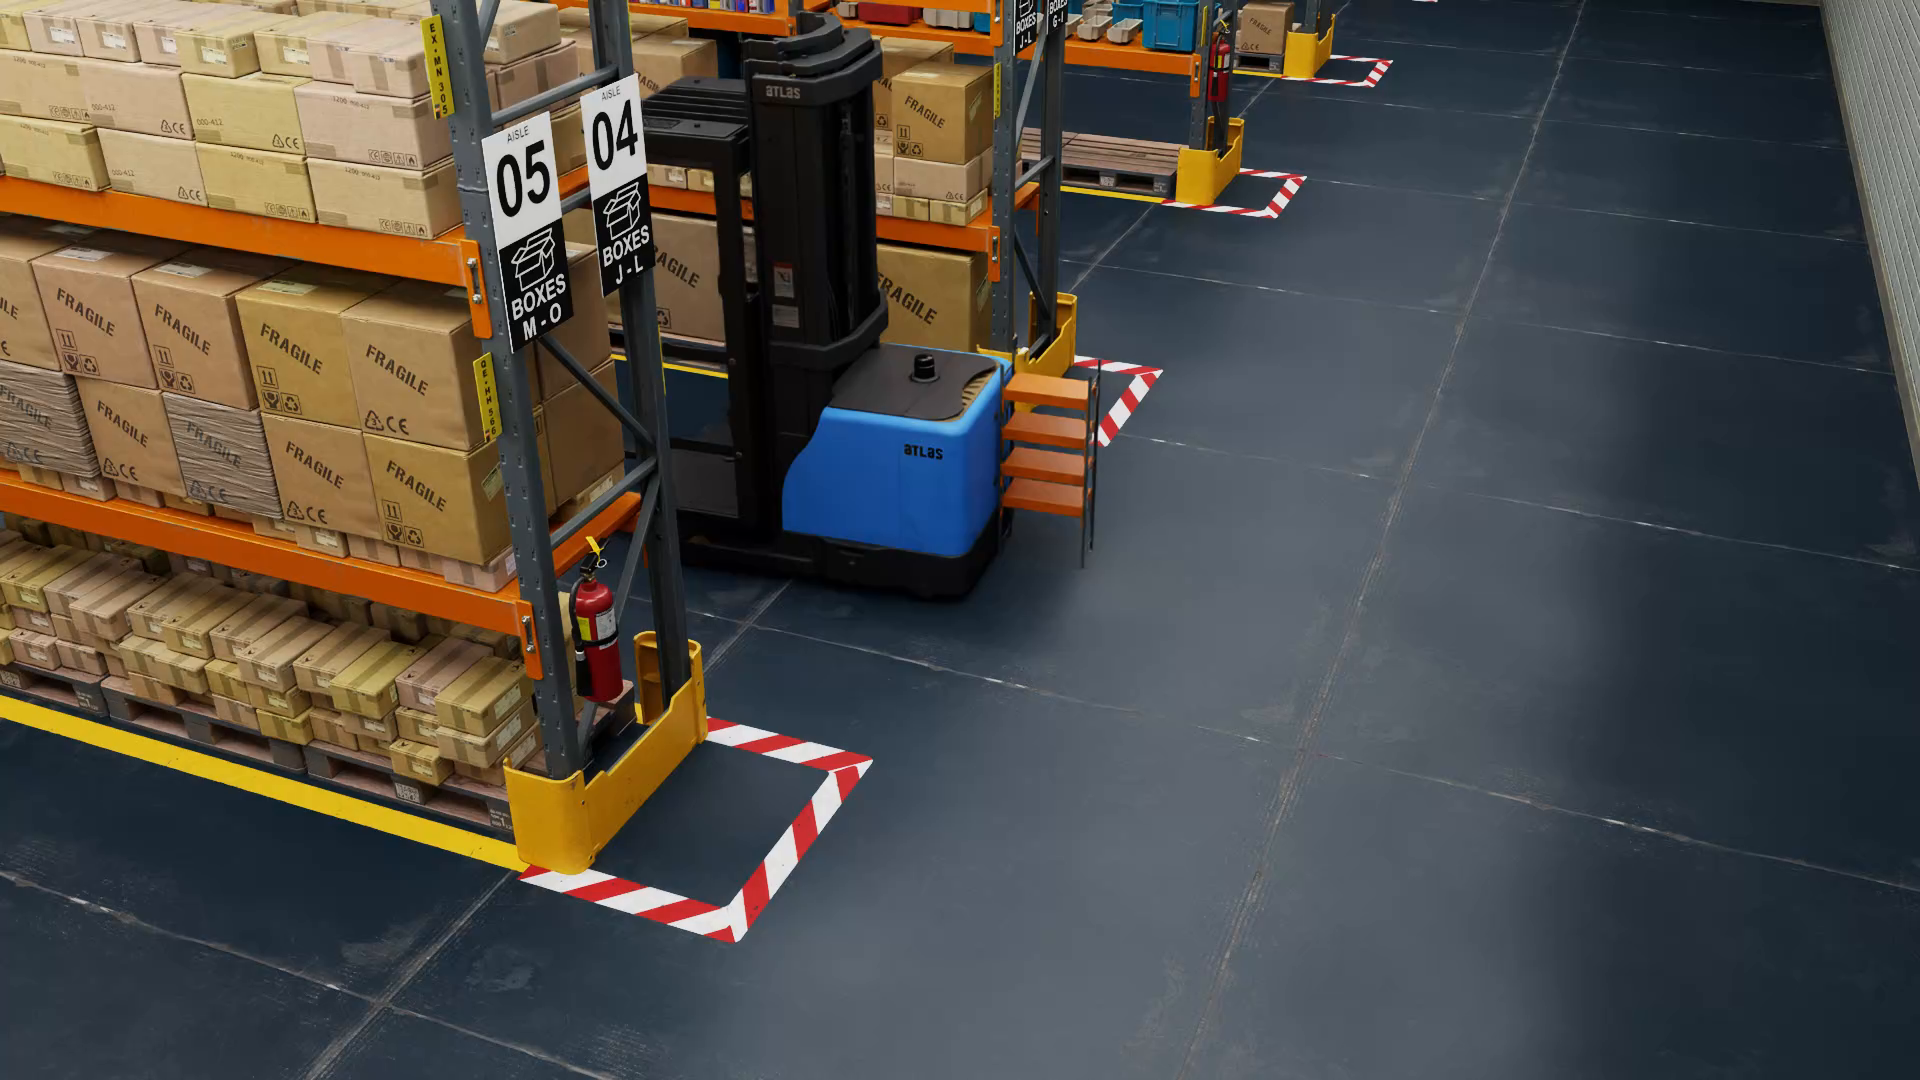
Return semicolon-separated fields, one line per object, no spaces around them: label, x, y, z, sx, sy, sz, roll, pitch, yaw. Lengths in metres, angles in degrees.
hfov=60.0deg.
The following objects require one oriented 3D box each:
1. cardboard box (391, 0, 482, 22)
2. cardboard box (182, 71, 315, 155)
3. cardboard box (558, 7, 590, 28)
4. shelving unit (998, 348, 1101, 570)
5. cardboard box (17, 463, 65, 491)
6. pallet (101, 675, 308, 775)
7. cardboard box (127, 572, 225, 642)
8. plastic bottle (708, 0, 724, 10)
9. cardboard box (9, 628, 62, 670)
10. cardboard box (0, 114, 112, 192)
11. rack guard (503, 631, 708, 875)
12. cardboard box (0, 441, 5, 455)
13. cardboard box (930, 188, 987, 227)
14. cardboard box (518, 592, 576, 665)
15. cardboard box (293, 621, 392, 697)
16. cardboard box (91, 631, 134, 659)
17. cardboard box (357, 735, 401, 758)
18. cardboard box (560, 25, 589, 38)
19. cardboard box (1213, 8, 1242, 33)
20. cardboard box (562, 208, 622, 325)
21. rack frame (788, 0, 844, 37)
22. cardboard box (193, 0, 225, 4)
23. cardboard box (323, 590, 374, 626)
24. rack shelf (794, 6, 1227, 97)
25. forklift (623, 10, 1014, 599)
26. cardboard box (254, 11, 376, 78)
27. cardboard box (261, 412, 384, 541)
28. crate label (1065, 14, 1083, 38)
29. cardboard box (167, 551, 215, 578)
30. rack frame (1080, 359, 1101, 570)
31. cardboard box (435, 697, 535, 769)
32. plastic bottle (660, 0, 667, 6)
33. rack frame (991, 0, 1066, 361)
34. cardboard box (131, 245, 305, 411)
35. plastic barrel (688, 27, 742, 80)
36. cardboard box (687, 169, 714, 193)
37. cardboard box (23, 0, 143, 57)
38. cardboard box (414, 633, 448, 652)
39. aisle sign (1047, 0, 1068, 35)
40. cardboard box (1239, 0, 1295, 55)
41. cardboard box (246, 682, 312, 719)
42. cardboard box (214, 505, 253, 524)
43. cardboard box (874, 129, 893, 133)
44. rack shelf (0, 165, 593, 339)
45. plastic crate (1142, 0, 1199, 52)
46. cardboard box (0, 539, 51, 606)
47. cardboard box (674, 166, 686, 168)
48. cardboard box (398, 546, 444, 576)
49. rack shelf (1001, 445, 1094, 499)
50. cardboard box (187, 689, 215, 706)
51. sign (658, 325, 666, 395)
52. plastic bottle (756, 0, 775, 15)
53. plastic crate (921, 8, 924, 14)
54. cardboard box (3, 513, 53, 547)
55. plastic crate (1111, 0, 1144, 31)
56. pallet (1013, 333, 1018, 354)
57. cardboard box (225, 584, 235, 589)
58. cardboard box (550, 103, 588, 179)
cardboard box;-1.956;-1.982;6.399;0.250;0.149;0.380;13;32;21
cardboard box;-2.509;-1.653;6.221;0.500;0.250;0.500;10;31;18
cardboard box;-2.733;-3.542;12.056;0.500;0.500;0.500;12;32;21
shelving unit;0.495;-0.446;9.319;0.503;1.200;0.258;9;31;15
cardboard box;-4.086;-0.392;7.650;0.250;0.149;0.380;12;32;20
pallet;-3.448;0.676;8.340;1.213;0.211;1.003;11;31;19
cardboard box;-3.752;0.323;7.995;0.250;0.149;0.380;10;31;17
plastic bottle;-2.373;-5.372;16.256;0.185;0.351;0.144;11;31;19
cardboard box;-4.505;0.472;8.336;0.250;0.149;0.380;11;31;19
cardboard box;-3.463;-1.614;6.660;0.500;0.250;0.500;13;32;21
rack guard;-1.582;0.943;7.574;0.348;0.500;1.175;11;31;19
cardboard box;-4.393;-0.749;7.624;0.500;0.500;0.500;11;31;19
cardboard box;-0.007;-2.180;10.815;0.250;0.149;0.380;12;32;20
cardboard box;-1.870;0.416;7.831;0.250;0.149;0.380;10;31;17
cardboard box;-2.813;0.546;7.601;0.250;0.149;0.380;10;31;17
cardboard box;-4.000;0.418;8.130;0.250;0.149;0.380;13;32;21
cardboard box;-2.567;0.835;7.694;0.250;0.149;0.380;11;31;19
cardboard box;-2.912;-3.300;11.627;0.500;0.500;0.500;11;31;19
cardboard box;3.314;-6.207;20.031;0.500;0.250;0.500;11;31;19
cardboard box;-2.678;-2.213;12.350;0.875;0.875;0.875;11;31;19
rack frame;-1.398;-5.372;16.207;0.127;3.000;1.000;11;31;19
cardboard box;-2.892;-2.203;6.789;0.250;0.149;0.380;12;32;21
cardboard box;-2.870;0.251;8.123;0.250;0.149;0.380;13;32;21
rack shelf;0.455;-4.689;15.729;4.000;0.370;1.077;11;31;19
forklift;-1.257;-1.368;9.192;3.031;2.935;1.130;9;31;15
cardboard box;-2.360;-1.828;6.126;0.250;0.149;0.380;10;31;18
cardboard box;-2.500;-0.368;6.948;0.500;0.500;0.500;11;31;18
crate label;0.955;-4.713;15.246;0.243;0.136;0.396;11;31;19
cardboard box;-3.809;0.039;8.499;0.250;0.149;0.380;10;31;17
rack frame;0.728;-0.409;9.255;0.015;1.200;0.240;9;31;15
cardboard box;-2.108;0.830;7.401;0.250;0.149;0.380;10;31;18
plastic bottle;-2.933;-5.406;16.468;0.097;0.201;0.097;0;29;0
rack frame;0.447;-2.374;10.902;0.127;3.000;1.000;11;31;19
cardboard box;-2.984;-0.897;6.868;0.500;0.500;0.500;13;32;22
plastic barrel;-2.552;-4.881;17.043;0.708;0.901;0.600;11;31;19
cardboard box;-1.666;-2.511;11.399;0.250;0.149;0.380;10;31;18
cardboard box;-3.348;-1.985;6.405;0.250;0.149;0.380;10;31;18
cardboard box;-2.393;0.502;7.981;0.250;0.149;0.380;12;32;20
aisle sign;0.626;-3.629;10.481;0.004;0.787;0.394;11;31;19
cardboard box;3.578;-5.982;19.378;0.500;0.500;0.500;11;31;19
cardboard box;-3.075;0.645;7.729;0.250;0.149;0.380;12;32;20
cardboard box;-3.081;-0.232;7.367;0.250;0.149;0.380;10;31;17
cardboard box;-0.381;-2.743;11.405;0.500;0.250;0.500;11;31;19
rack shelf;-3.365;-1.494;7.027;4.000;0.370;1.077;11;31;19
plastic crate;1.928;-4.651;14.833;0.499;0.435;0.616;11;31;19
cardboard box;-4.744;0.164;8.277;0.250;0.149;0.380;13;32;22
cardboard box;-1.982;-2.784;11.478;0.500;0.250;0.500;12;32;20
cardboard box;-2.137;-0.016;6.986;0.250;0.149;0.380;11;31;19
rack shelf;0.495;-0.387;9.352;0.480;0.148;0.258;9;31;15
cardboard box;-3.512;0.636;8.047;0.250;0.149;0.380;12;32;21
sign;-1.308;-0.756;7.159;0.005;0.325;0.100;11;31;19
plastic bottle;-1.884;-5.244;16.105;0.135;0.276;0.152;11;31;19
plastic crate;-0.260;-5.194;16.110;0.590;0.125;0.437;11;31;19
cardboard box;-4.791;-0.125;8.788;0.250;0.149;0.380;12;32;21
plastic crate;1.594;-4.903;15.486;0.300;0.233;0.416;11;31;19
pallet;-0.324;-1.272;11.787;1.213;0.211;1.003;11;31;19
cardboard box;-3.617;0.245;8.436;0.250;0.149;0.380;10;31;17
cardboard box;-1.832;-1.571;6.586;0.500;0.250;0.500;12;32;21
